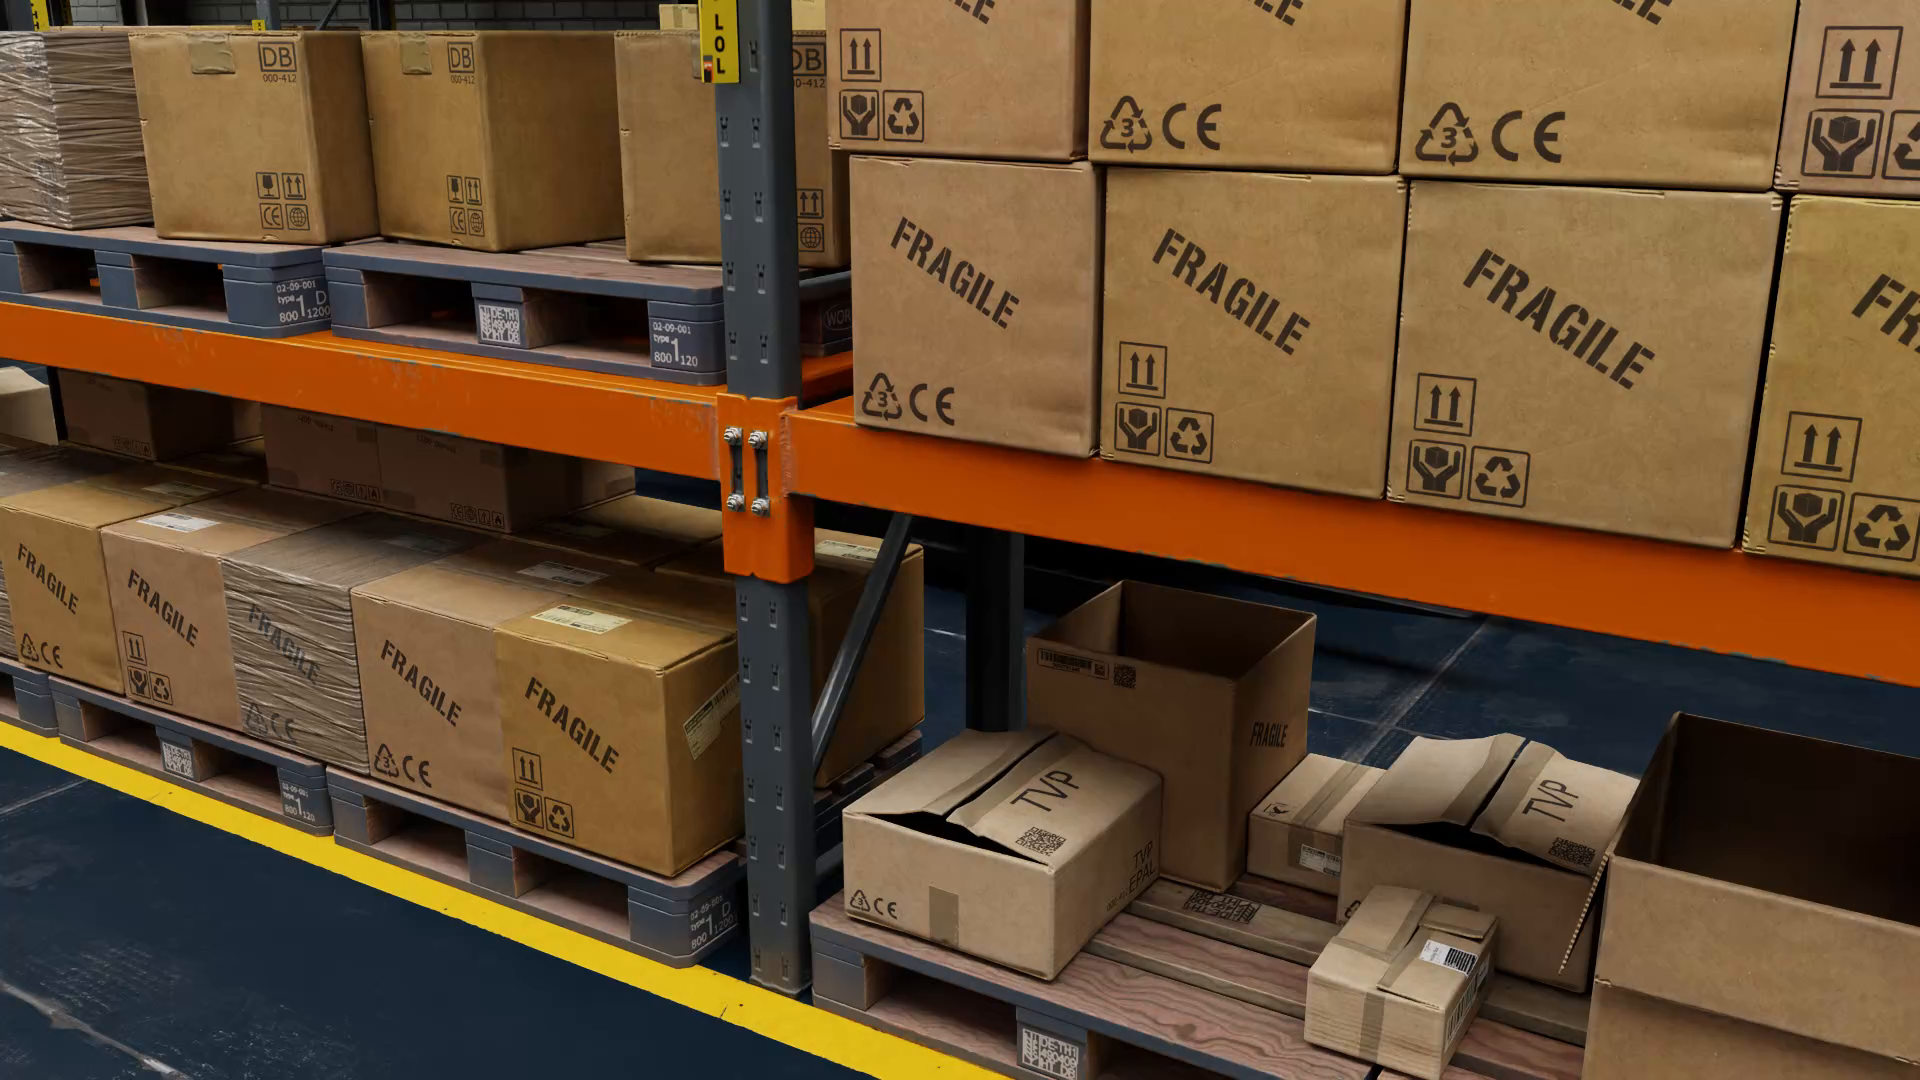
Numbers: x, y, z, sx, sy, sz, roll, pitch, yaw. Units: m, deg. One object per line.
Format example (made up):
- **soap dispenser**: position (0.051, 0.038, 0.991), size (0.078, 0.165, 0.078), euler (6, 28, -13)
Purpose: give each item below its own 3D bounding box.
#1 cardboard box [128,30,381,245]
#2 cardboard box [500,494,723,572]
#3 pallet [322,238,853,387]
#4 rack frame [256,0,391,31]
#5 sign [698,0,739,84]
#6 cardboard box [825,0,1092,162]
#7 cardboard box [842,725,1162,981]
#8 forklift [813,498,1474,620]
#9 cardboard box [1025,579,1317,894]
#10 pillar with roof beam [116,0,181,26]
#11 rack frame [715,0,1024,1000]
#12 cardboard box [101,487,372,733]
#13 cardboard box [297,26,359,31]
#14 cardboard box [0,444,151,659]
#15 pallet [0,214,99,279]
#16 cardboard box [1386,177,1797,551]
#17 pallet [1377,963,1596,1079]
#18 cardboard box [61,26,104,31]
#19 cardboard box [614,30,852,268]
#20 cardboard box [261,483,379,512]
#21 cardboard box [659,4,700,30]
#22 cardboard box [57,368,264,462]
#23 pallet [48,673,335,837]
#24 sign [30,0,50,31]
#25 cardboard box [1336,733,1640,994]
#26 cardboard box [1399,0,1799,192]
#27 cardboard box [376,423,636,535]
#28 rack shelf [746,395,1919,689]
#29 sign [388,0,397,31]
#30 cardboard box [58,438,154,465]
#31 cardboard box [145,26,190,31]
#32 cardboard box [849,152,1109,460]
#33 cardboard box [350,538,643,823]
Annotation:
- **cardboard box**: position (-1.686, -1.074, 4.362), size (0.500, 0.500, 0.700), euler (5, 18, 16)
- **cardboard box**: position (-0.893, 0.201, 4.602), size (0.500, 0.500, 0.500), euler (10, 20, 31)
- **pallet**: position (-0.772, -0.629, 4.120), size (1.213, 0.211, 1.003), euler (10, 20, 30)
- **rack frame**: position (-4.376, -3.016, 11.650), size (0.127, 3.000, 1.000), euler (10, 20, 30)
- **sign**: position (-0.435, -0.988, 2.981), size (0.005, 0.325, 0.100), euler (10, 20, 30)
- **cardboard box**: position (0.106, -0.957, 2.978), size (0.500, 0.500, 0.500), euler (11, 20, 31)
- **cardboard box**: position (0.097, 0.621, 3.544), size (0.500, 0.311, 0.500), euler (10, 20, 30)
- **forklift**: position (0.590, -1.278, 6.045), size (3.031, 2.935, 1.130), euler (12, 21, 34)
- **cardboard box**: position (0.486, 0.430, 3.849), size (0.500, 0.500, 0.500), euler (10, 20, 30)
- **pillar with roof beam**: position (-8.988, -5.537, 9.626), size (0.400, 9.000, 9.100), euler (10, 20, 30)
- **rack frame**: position (-0.148, -0.572, 3.603), size (0.127, 3.000, 1.000), euler (10, 20, 30)
- **cardboard box**: position (-1.997, 0.179, 4.675), size (0.500, 0.500, 0.500), euler (9, 19, 28)
- **cardboard box**: position (-4.667, -3.436, 11.966), size (0.500, 0.500, 0.500), euler (10, 19, 29)
- **cardboard box**: position (-2.869, 0.023, 5.187), size (0.500, 0.500, 0.500), euler (9, 19, 28)
- **pallet**: position (-2.942, -1.003, 5.352), size (1.003, 0.211, 1.213), euler (10, 20, 30)
- **cardboard box**: position (1.007, -0.321, 2.605), size (0.500, 0.500, 0.500), euler (10, 20, 30)
- **pallet**: position (1.480, 1.052, 3.054), size (1.213, 0.211, 1.003), euler (10, 20, 30)
- **cardboard box**: position (-6.236, -3.541, 12.311), size (0.500, 0.500, 0.500), euler (11, 20, 32)
- **cardboard box**: position (-0.435, -0.948, 3.947), size (0.500, 0.500, 0.700), euler (4, 17, 12)
- **cardboard box**: position (-1.745, 0.046, 5.112), size (0.500, 0.500, 0.500), euler (9, 19, 28)
- **cardboard box**: position (-1.559, -3.067, 9.772), size (0.250, 0.149, 0.380), euler (7, 18, 21)
- **cardboard box**: position (-2.586, -0.462, 5.495), size (0.500, 0.250, 0.500), euler (11, 20, 32)
- **pallet**: position (-1.905, 0.463, 4.995), size (1.213, 0.211, 1.003), euler (10, 20, 30)
- **sign**: position (-3.280, -1.832, 5.897), size (0.005, 0.325, 0.100), euler (10, 20, 30)
- **cardboard box**: position (1.125, 0.635, 3.501), size (0.500, 0.311, 0.500), euler (10, 20, 30)
- **cardboard box**: position (0.984, -0.800, 2.462), size (0.500, 0.500, 0.500), euler (9, 19, 28)
- **cardboard box**: position (-1.285, -0.231, 4.735), size (0.500, 0.250, 0.500), euler (10, 20, 30)
- **rack shelf**: position (1.556, 0.076, 2.706), size (4.000, 0.370, 1.077), euler (10, 20, 30)
- **sign**: position (-4.088, -3.708, 11.936), size (0.005, 0.325, 0.100), euler (10, 20, 30)
- **cardboard box**: position (-2.637, -0.111, 5.629), size (0.500, 0.500, 0.500), euler (11, 20, 32)
- **cardboard box**: position (-5.369, -3.383, 11.790), size (0.500, 0.500, 0.500), euler (10, 20, 30)
- **cardboard box**: position (0.144, -0.475, 3.111), size (0.500, 0.500, 0.500), euler (11, 20, 31)
- **cardboard box**: position (-1.135, 0.332, 4.170), size (0.500, 0.500, 0.500), euler (10, 20, 30)
